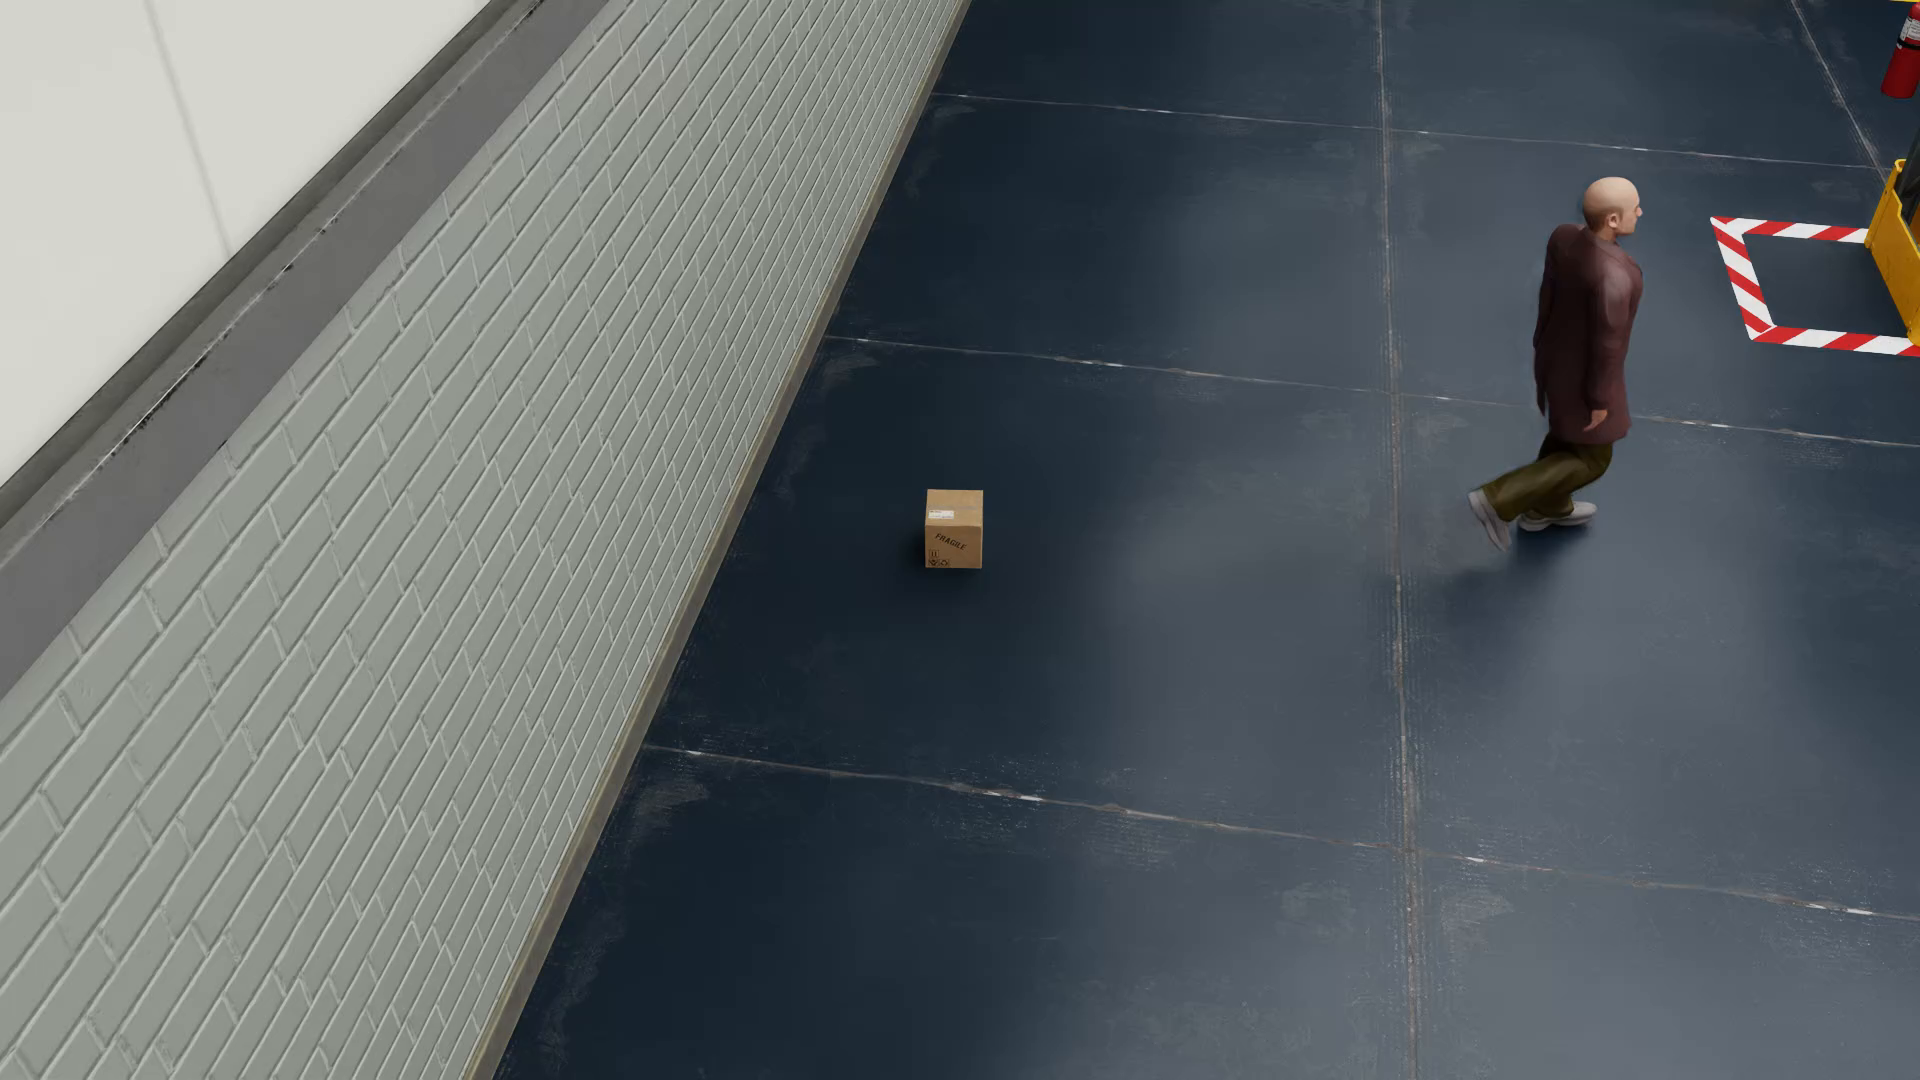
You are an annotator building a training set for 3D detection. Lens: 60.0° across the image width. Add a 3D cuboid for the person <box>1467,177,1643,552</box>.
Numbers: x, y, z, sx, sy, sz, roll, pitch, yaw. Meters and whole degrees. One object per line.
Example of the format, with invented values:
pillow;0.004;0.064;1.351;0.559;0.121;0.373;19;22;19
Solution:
person;2.557;-0.704;6.978;0.735;1.760;0.577;-5;40;-6
